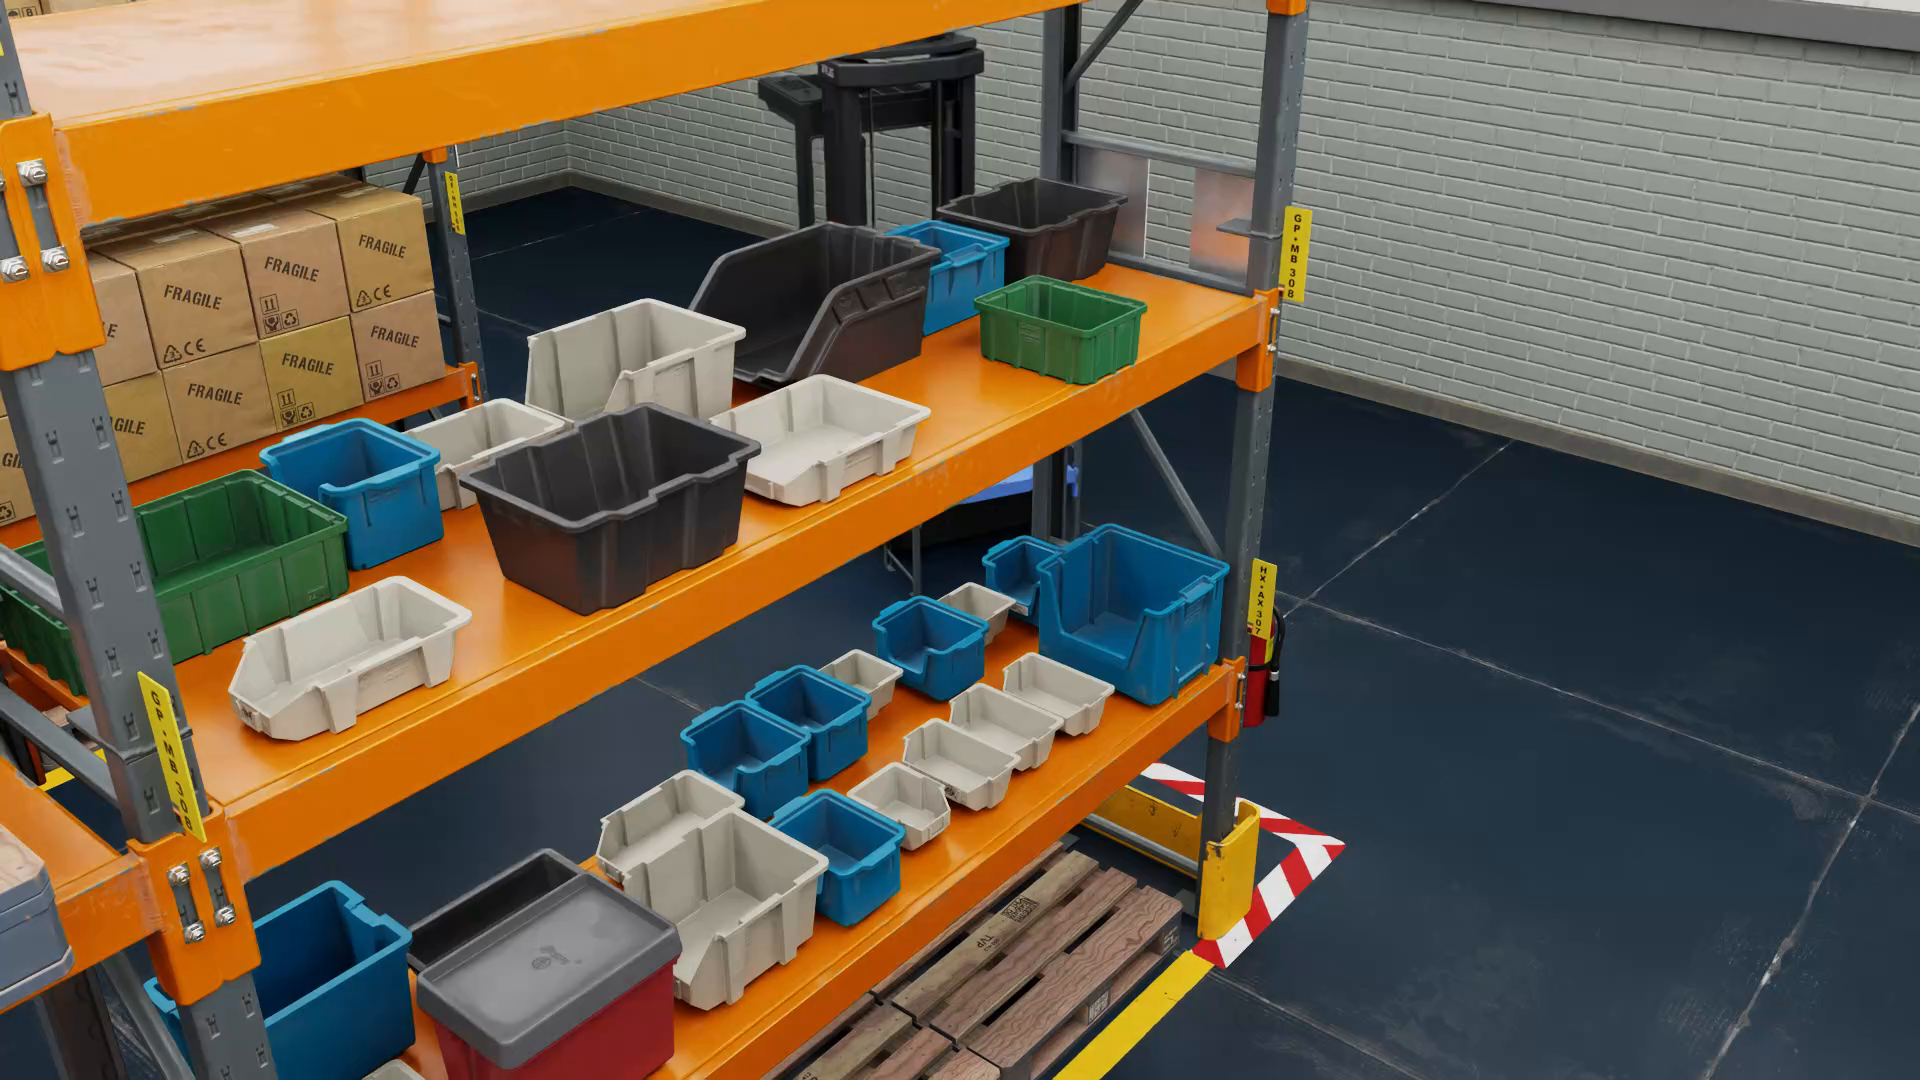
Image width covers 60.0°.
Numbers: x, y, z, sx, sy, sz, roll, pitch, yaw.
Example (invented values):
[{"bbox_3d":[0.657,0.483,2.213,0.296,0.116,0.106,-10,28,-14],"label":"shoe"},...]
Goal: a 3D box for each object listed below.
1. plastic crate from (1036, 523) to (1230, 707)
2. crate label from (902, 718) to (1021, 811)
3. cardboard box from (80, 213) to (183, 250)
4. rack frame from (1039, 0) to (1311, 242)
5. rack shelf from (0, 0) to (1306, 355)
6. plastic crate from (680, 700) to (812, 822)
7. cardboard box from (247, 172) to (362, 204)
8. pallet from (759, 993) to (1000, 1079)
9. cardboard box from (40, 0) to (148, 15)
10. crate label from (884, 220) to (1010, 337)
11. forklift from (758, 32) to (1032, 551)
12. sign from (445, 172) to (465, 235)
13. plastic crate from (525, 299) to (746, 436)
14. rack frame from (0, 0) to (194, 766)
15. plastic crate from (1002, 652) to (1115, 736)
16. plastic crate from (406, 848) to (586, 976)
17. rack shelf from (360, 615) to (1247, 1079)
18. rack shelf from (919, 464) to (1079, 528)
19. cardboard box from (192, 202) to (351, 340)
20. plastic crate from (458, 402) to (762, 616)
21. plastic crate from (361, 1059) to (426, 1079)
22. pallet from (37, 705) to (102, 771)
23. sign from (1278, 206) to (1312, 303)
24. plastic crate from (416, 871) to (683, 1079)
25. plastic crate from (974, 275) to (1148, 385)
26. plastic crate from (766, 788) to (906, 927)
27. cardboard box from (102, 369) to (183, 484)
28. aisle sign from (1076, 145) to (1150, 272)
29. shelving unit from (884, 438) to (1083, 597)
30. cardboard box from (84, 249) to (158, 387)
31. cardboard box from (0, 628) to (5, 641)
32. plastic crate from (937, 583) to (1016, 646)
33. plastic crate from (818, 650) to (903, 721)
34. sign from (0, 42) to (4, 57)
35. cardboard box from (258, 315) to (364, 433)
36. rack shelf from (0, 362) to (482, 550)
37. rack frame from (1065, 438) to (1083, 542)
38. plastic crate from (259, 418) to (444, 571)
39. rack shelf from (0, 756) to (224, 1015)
[{"bbox_3d":[0.651,0.277,6.347,0.616,0.435,0.499,21,34,34],"label":"plastic crate"},{"bbox_3d":[-0.013,0.783,5.694,0.396,0.136,0.243,21,34,34],"label":"crate label"},{"bbox_3d":[-4.234,-1.348,8.394,0.500,0.500,0.500,21,34,35],"label":"cardboard box"},{"bbox_3d":[0.720,-2.519,5.325,1.000,3.000,0.127,21,34,34],"label":"rack frame"},{"bbox_3d":[-0.552,-1.313,4.212,1.077,0.370,4.000,21,34,34],"label":"rack shelf"},{"bbox_3d":[-0.720,0.758,5.637,0.416,0.233,0.300,21,34,34],"label":"plastic crate"},{"bbox_3d":[-3.586,-1.712,9.097,0.500,0.500,0.500,22,35,36],"label":"cardboard box"},{"bbox_3d":[-0.611,2.096,5.969,1.003,0.211,1.213,21,34,34],"label":"pallet"},{"bbox_3d":[-4.033,-2.576,7.504,0.700,0.500,0.500,21,34,34],"label":"cardboard box"},{"bbox_3d":[-0.116,-0.888,5.599,0.408,0.251,0.502,21,34,34],"label":"crate label"},{"bbox_3d":[-0.590,-1.888,10.710,1.130,2.935,3.031,-13,30,-23],"label":"forklift"},{"bbox_3d":[-2.685,-1.789,8.839,0.100,0.325,0.005,21,34,34],"label":"sign"},{"bbox_3d":[-0.928,-0.438,4.697,0.437,0.282,0.530,21,34,34],"label":"plastic crate"},{"bbox_3d":[-1.824,-1.101,2.584,1.000,3.000,0.127,21,34,34],"label":"rack frame"},{"bbox_3d":[0.341,0.578,6.089,0.396,0.136,0.243,21,34,34],"label":"plastic crate"},{"bbox_3d":[-1.320,1.184,4.931,0.437,0.125,0.590,21,34,34],"label":"plastic crate"},{"bbox_3d":[-0.552,1.174,5.498,1.077,0.370,4.000,21,34,34],"label":"rack shelf"},{"bbox_3d":[0.125,-0.349,9.684,1.000,0.185,0.538,-12,30,-21],"label":"rack shelf"},{"bbox_3d":[-3.492,-1.374,8.445,0.500,0.500,0.500,22,34,36],"label":"cardboard box"},{"bbox_3d":[-0.823,-0.071,4.000,0.497,0.269,0.590,21,34,34],"label":"plastic crate"},{"bbox_3d":[-1.418,1.531,4.247,0.396,0.136,0.243,21,34,34],"label":"plastic crate"},{"bbox_3d":[-4.431,0.676,8.714,1.003,0.211,1.213,21,34,34],"label":"pallet"},{"bbox_3d":[1.155,-0.985,5.739,0.100,0.325,0.005,21,34,34],"label":"sign"},{"bbox_3d":[-1.063,1.266,4.404,0.402,0.464,0.583,21,34,34],"label":"plastic crate"},{"bbox_3d":[0.313,-0.659,5.226,0.450,0.188,0.336,21,34,34],"label":"plastic crate"},{"bbox_3d":[-0.389,0.996,5.176,0.416,0.233,0.300,21,34,34],"label":"plastic crate"},{"bbox_3d":[-4.144,-0.571,7.979,0.500,0.500,0.500,20,34,34],"label":"cardboard box"},{"bbox_3d":[0.536,-1.121,6.324,0.394,0.787,0.004,21,34,34],"label":"aisle sign"},{"bbox_3d":[0.125,-0.509,9.601,1.048,1.500,0.538,-12,30,-21],"label":"shelving unit"},{"bbox_3d":[-4.145,-1.007,7.735,0.500,0.500,0.500,22,35,36],"label":"cardboard box"},{"bbox_3d":[-5.024,0.563,8.345,0.500,0.311,0.500,21,34,34],"label":"cardboard box"},{"bbox_3d":[0.041,0.317,6.594,0.250,0.136,0.298,21,34,34],"label":"plastic crate"},{"bbox_3d":[-0.391,0.557,6.129,0.250,0.136,0.298,21,34,34],"label":"plastic crate"},{"bbox_3d":[-1.401,-0.846,2.320,0.100,0.325,0.005,21,34,34],"label":"sign"},{"bbox_3d":[-3.502,-0.924,8.664,0.500,0.500,0.500,21,34,35],"label":"cardboard box"},{"bbox_3d":[-4.372,-0.275,8.299,1.077,0.370,4.000,21,34,34],"label":"rack shelf"},{"bbox_3d":[0.590,-0.604,9.785,0.032,1.500,0.500,-12,30,-21],"label":"rack frame"},{"bbox_3d":[-1.492,-0.110,4.116,0.416,0.233,0.300,21,34,34],"label":"plastic crate"},{"bbox_3d":[-3.097,1.260,2.068,1.077,0.370,4.000,21,34,34],"label":"rack shelf"}]
